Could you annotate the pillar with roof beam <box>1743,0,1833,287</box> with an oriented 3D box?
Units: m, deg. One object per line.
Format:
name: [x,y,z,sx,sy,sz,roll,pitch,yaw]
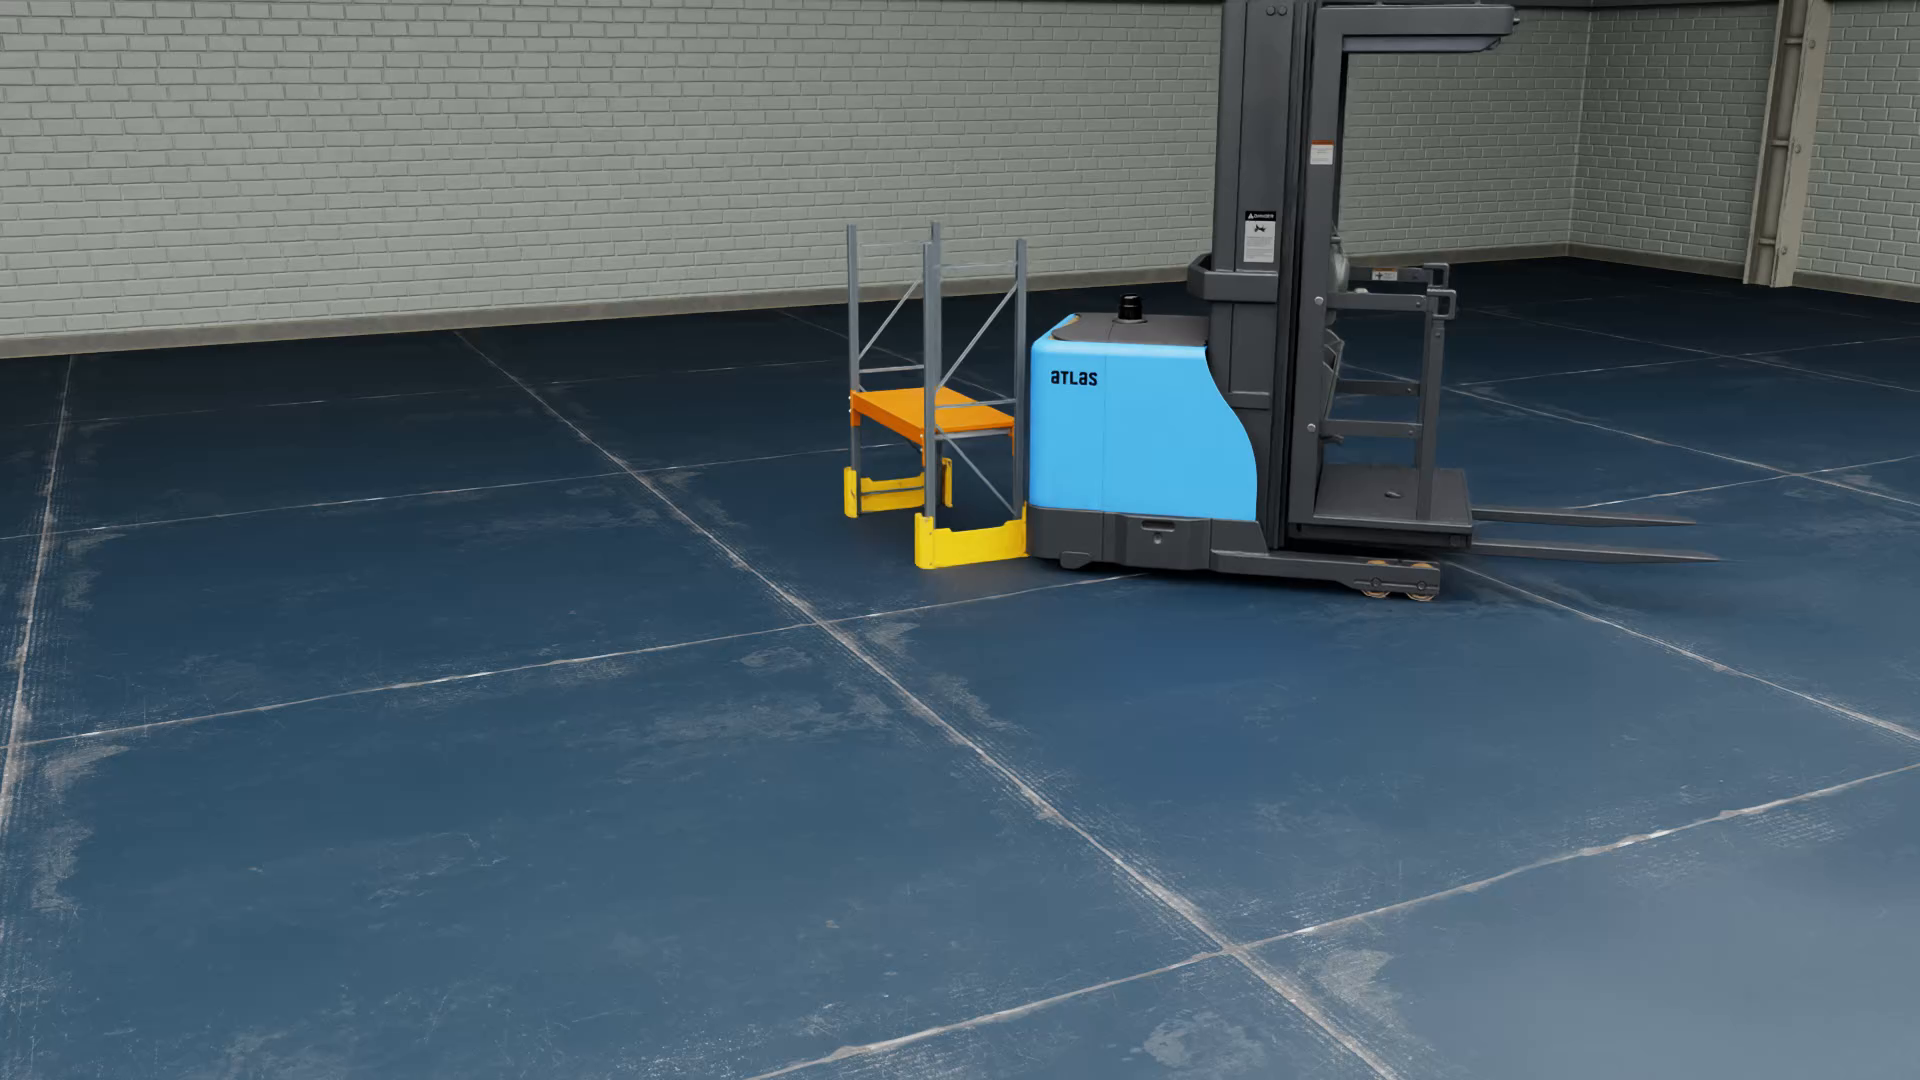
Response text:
pillar with roof beam: [4.760,-6.535,14.708,9.100,9.000,0.400,-8,18,-25]

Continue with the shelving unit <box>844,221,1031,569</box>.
shelving unit: [-0.127,-0.753,8.154,0.587,1.500,1.083,-7,17,-22]

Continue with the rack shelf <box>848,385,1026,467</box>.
rack shelf: [-0.131,-0.582,8.212,0.538,0.185,1.000,-7,17,-22]

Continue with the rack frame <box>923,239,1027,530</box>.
rack frame: [0.070,-0.626,7.713,0.500,1.500,0.032,-7,17,-22]

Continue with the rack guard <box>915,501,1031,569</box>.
rack guard: [0.070,-0.026,7.887,0.587,0.250,0.087,-7,17,-22]

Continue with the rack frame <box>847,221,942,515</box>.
rack frame: [-0.332,-0.884,8.611,0.500,1.500,0.032,-7,17,-22]

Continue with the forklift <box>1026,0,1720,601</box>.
forklift: [1.883,-1.301,7.470,3.031,2.935,1.130,4,16,14]

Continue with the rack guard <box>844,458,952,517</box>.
rack guard: [-0.324,-0.278,8.766,0.587,0.250,0.087,-7,17,-22]
